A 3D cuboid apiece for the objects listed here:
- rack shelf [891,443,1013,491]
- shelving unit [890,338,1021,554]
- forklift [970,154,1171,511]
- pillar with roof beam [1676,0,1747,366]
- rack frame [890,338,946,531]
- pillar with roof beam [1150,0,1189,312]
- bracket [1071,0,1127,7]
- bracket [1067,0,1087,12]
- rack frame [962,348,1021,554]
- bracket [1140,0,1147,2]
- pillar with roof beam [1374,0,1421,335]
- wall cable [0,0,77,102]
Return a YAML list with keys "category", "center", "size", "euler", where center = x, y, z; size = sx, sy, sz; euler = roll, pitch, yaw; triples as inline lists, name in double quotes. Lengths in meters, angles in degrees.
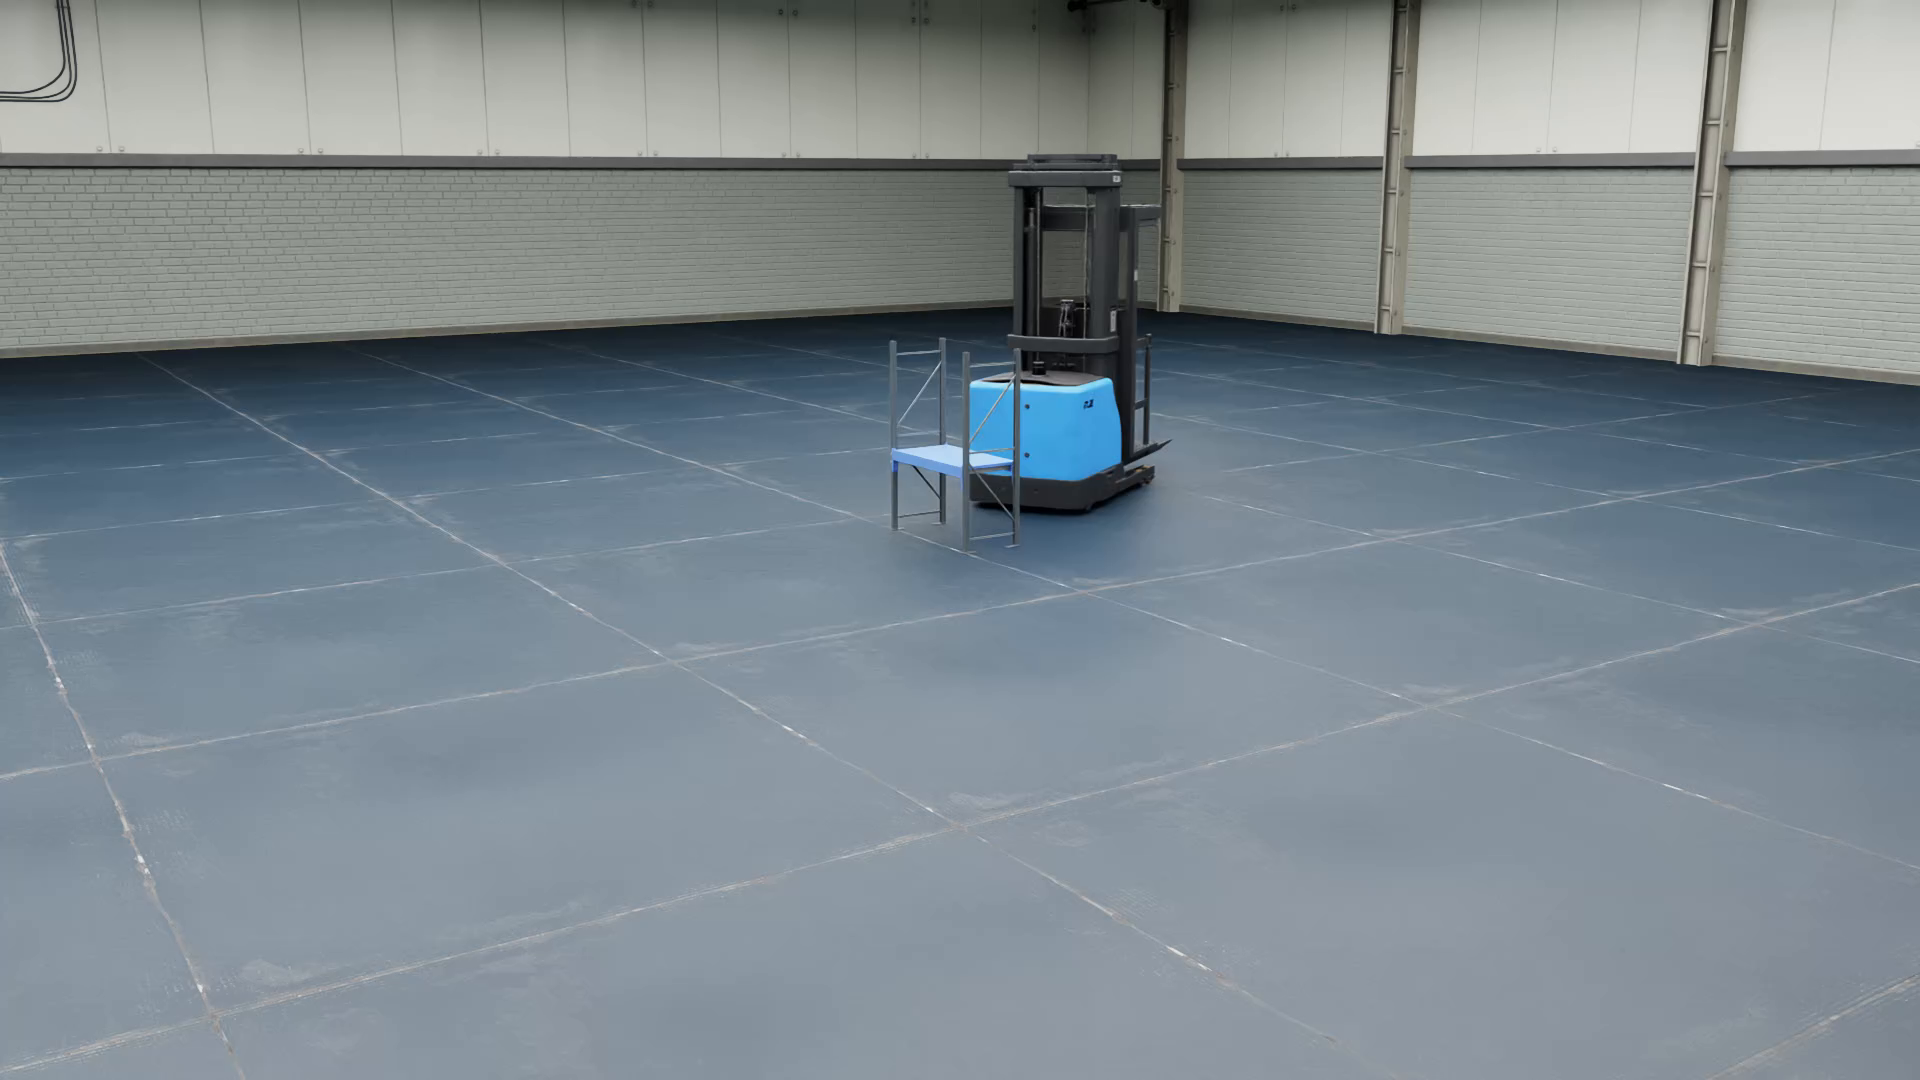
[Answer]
- category: "rack shelf"
  center: [-0.047, -0.572, 12.809]
  size: [0.538, 0.185, 1.000]
  euler: [-8, 15, -33]
- category: "shelving unit"
  center: [-0.047, -0.748, 12.771]
  size: [0.538, 1.500, 1.048]
  euler: [-8, 15, -33]
- category: "forklift"
  center: [1.134, -1.943, 14.885]
  size: [1.130, 2.935, 3.031]
  euler: [6, 14, 24]
- category: "pillar with roof beam"
  center: [7.405, -6.516, 21.595]
  size: [9.100, 9.000, 0.400]
  euler: [-8, 15, -33]
- category: "rack frame"
  center: [-0.329, -0.838, 13.184]
  size: [0.500, 1.500, 0.032]
  euler: [-8, 15, -33]
- category: "pillar with roof beam"
  center: [0.757, -8.650, 31.354]
  size: [9.100, 9.000, 0.548]
  euler: [-8, 15, -33]
- category: "bracket"
  center: [2.829, -11.266, 34.892]
  size: [0.076, 0.066, 3.189]
  euler: [-8, 15, -33]
- category: "bracket"
  center: [2.502, -11.372, 35.372]
  size: [0.235, 0.232, 0.430]
  euler: [-8, 15, -33]
- category: "rack frame"
  center: [0.234, -0.657, 12.357]
  size: [0.500, 1.500, 0.032]
  euler: [-8, 15, -33]
- category: "bracket"
  center: [3.815, -10.950, 33.445]
  size: [0.235, 0.232, 0.430]
  euler: [-8, 15, -33]
- category: "pillar with roof beam"
  center: [4.081, -7.583, 26.474]
  size: [9.100, 9.000, 0.400]
  euler: [-8, 15, -33]
- category: "wall cable"
  center: [-14.502, -8.894, 24.508]
  size: [2.305, 6.003, 0.169]
  euler: [-8, 15, -33]
